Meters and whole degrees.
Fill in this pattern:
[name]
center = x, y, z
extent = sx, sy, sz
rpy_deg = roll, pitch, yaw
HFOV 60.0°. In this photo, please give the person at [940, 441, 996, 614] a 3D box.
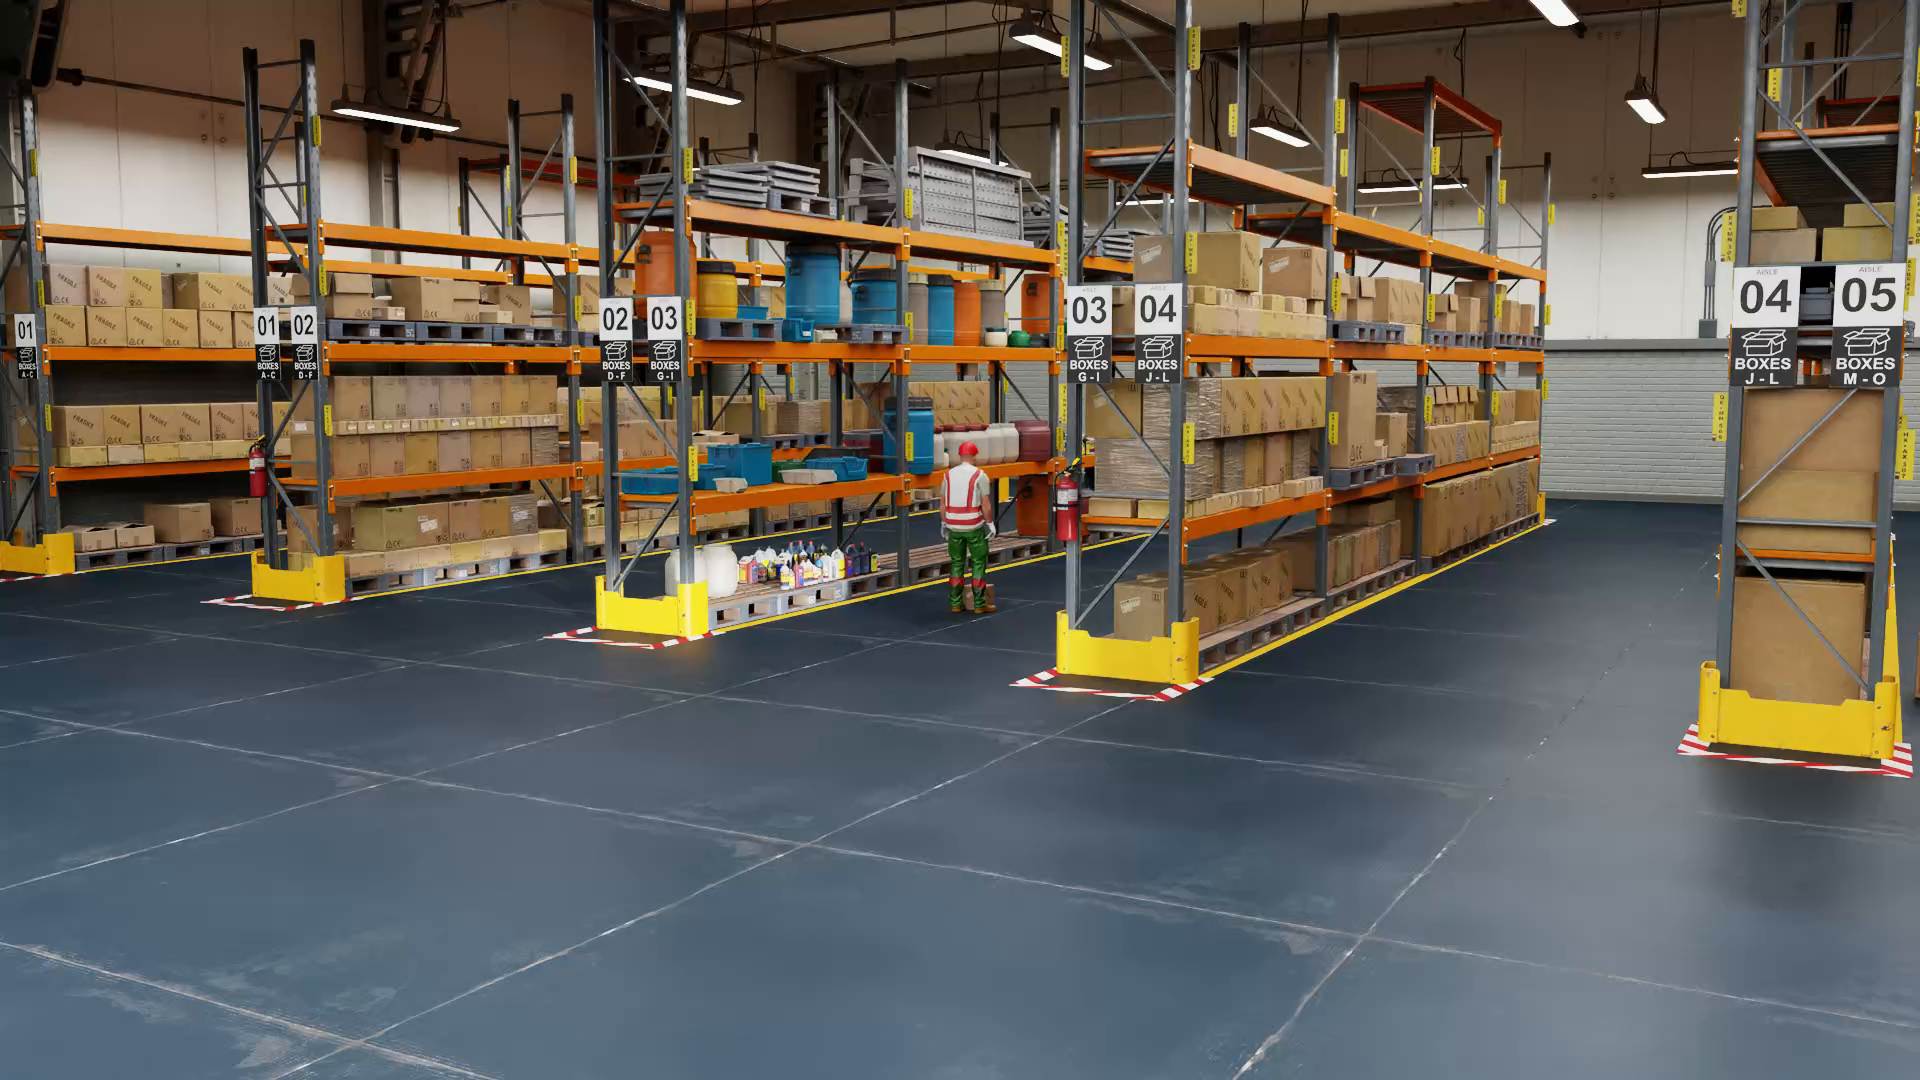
[person]
center = 0.081, -0.137, 17.334
extent = 0.621, 1.779, 0.453
rpy_deg = 3, 7, 27
